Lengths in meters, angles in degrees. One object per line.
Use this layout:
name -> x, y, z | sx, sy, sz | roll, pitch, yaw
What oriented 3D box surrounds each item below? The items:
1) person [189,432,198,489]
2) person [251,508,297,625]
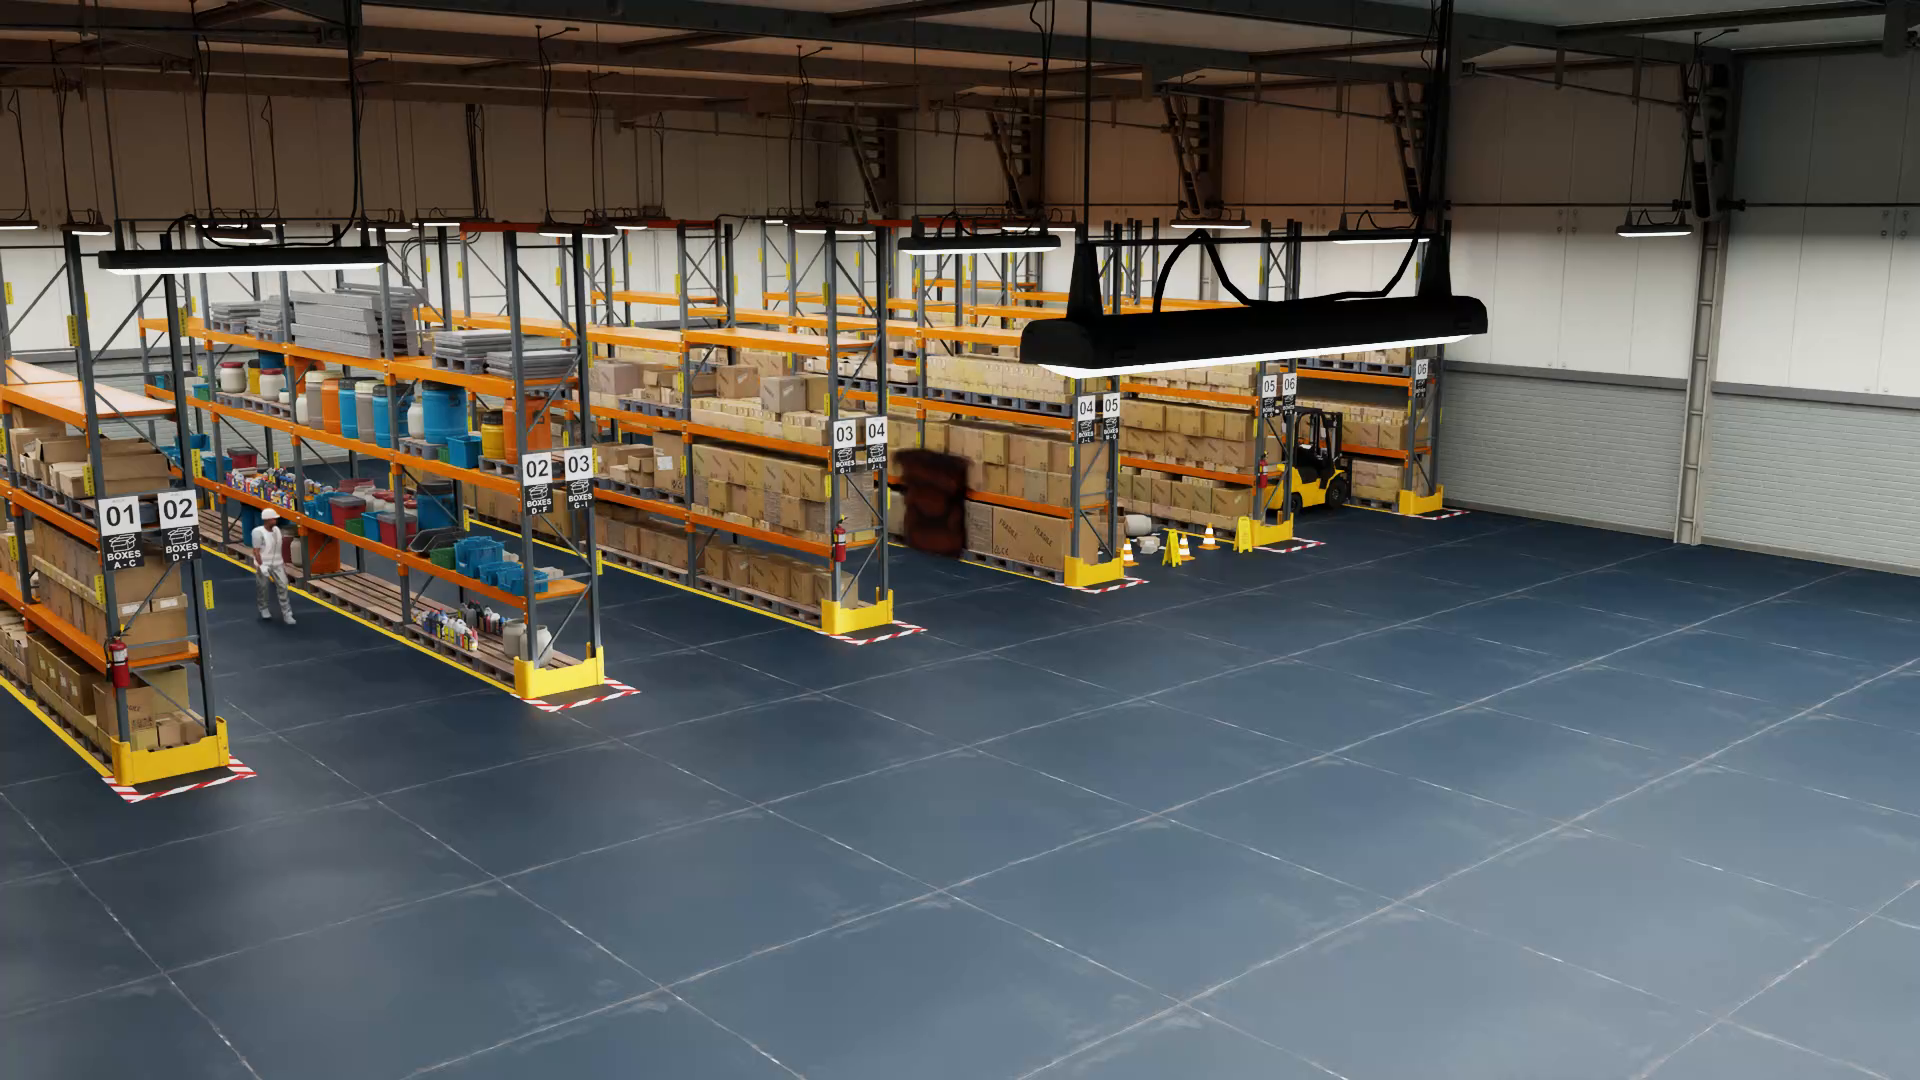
person -> -16.314, -1.501, 35.213 | 0.490, 1.612, 0.428 | 1, 11, 3
person -> -10.558, 0.390, 25.421 | 0.478, 1.746, 0.945 | -9, 15, -38
